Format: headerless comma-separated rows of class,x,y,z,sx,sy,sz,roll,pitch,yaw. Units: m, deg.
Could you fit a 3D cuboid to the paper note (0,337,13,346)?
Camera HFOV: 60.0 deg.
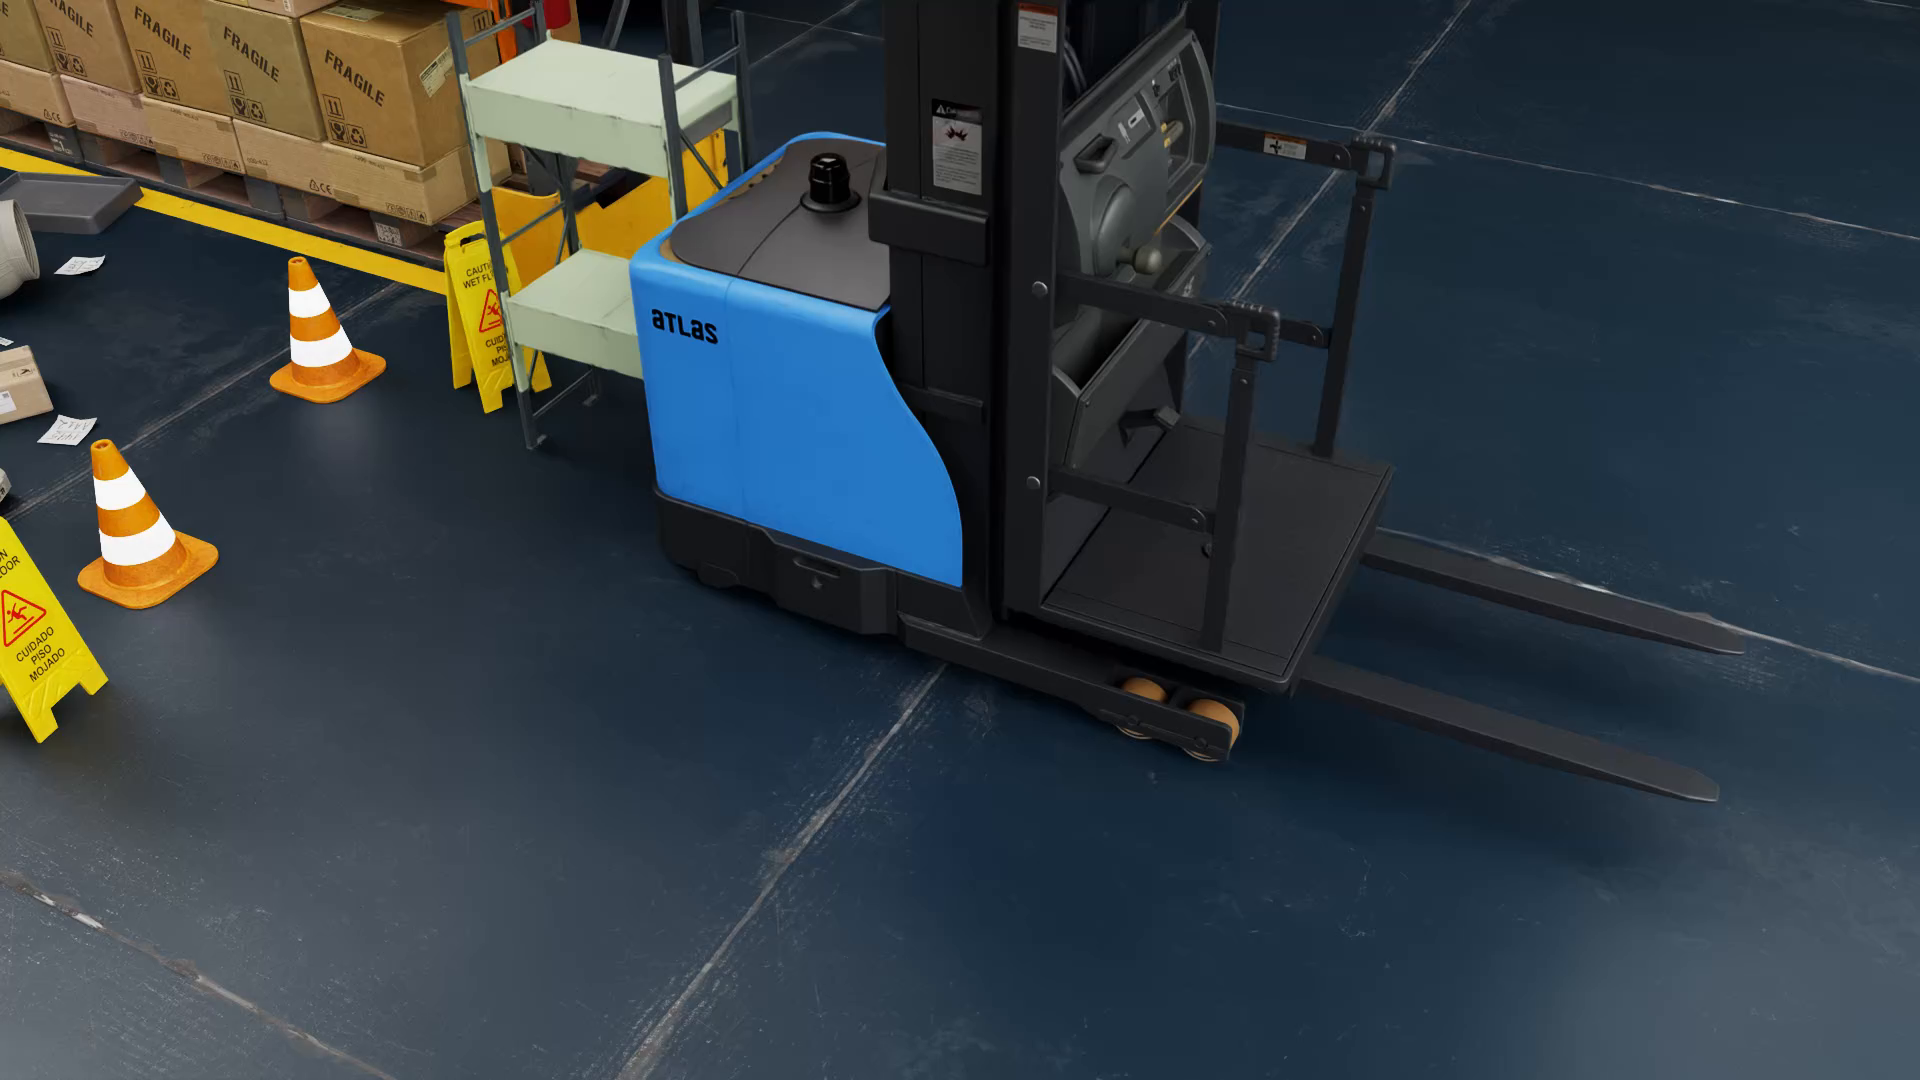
paper note,-3.600,-0.749,6.229,0.123,0.001,0.032,17,41,21

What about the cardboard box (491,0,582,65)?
cardboard box,-1.928,-2.119,6.868,0.500,0.500,0.500,16,40,20

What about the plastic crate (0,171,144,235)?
plastic crate,-3.853,-1.442,7.083,0.583,0.080,0.402,4,37,6

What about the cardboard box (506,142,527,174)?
cardboard box,-1.907,-1.814,7.086,0.500,0.250,0.500,17,40,21

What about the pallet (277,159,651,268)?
pallet,-2.091,-1.525,7.084,1.213,0.211,1.003,17,41,21

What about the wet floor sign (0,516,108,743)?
wet floor sign,-2.568,0.199,4.454,0.232,0.644,0.267,11,38,14

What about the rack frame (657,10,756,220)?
rack frame,-0.719,-0.813,5.081,0.023,1.500,0.400,17,40,21

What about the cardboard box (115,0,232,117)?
cardboard box,-3.059,-2.110,6.856,0.500,0.500,0.500,16,40,20

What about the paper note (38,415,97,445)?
paper note,-3.073,-0.381,5.727,0.142,0.019,0.148,4,37,6

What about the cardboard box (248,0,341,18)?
cardboard box,-2.506,-2.147,6.368,0.250,0.149,0.380,19,41,23

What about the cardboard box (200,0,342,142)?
cardboard box,-2.614,-1.966,6.666,0.500,0.500,0.500,19,41,23

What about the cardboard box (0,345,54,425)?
cardboard box,-3.410,-0.514,5.804,0.380,0.149,0.250,-21,42,-25

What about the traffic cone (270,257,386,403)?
traffic cone,-2.293,-0.786,5.903,0.334,0.463,0.336,17,41,21

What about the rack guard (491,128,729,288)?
rack guard,-1.385,-1.395,6.674,0.348,0.500,1.175,17,41,21

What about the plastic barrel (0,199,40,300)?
plastic barrel,-3.848,-1.105,6.355,0.512,0.421,0.421,-14,39,-18

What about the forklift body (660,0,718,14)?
forklift body,-1.561,-4.245,9.064,1.214,2.155,2.313,17,41,21

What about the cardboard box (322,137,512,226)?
cardboard box,-2.181,-1.529,6.710,0.500,0.250,0.500,17,40,21

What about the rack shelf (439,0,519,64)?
rack shelf,-3.094,-2.639,6.841,4.000,0.370,1.077,17,41,21

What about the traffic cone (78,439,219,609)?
traffic cone,-2.502,-0.096,4.993,0.334,0.463,0.336,17,41,21

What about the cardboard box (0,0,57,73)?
cardboard box,-3.989,-2.401,7.239,0.500,0.500,0.500,19,41,23

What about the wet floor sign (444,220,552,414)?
wet floor sign,-1.641,-0.804,5.776,0.267,0.644,0.232,-29,46,-33

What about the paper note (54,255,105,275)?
paper note,-3.536,-1.109,6.686,0.148,0.019,0.142,4,37,6

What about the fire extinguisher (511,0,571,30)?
fire extinguisher,-1.428,-2.059,5.546,0.183,0.674,0.296,17,41,21

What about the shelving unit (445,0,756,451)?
shelving unit,-1.047,-0.912,5.211,0.755,1.500,0.431,17,40,21

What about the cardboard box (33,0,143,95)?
cardboard box,-3.530,-2.256,7.047,0.500,0.500,0.500,20,41,24

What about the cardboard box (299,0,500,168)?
cardboard box,-2.149,-1.823,6.477,0.500,0.500,0.500,18,41,22

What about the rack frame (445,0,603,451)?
rack frame,-1.374,-1.011,5.341,0.023,1.500,0.400,17,40,21

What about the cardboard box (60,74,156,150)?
cardboard box,-3.519,-1.956,7.273,0.500,0.250,0.500,17,40,21

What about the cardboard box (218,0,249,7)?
cardboard box,-2.728,-2.219,6.462,0.250,0.149,0.380,18,41,22

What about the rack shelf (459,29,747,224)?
rack shelf,-1.047,-1.223,4.975,0.720,0.370,0.431,17,40,21

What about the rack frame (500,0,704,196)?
rack frame,-1.318,-2.369,5.891,0.127,3.000,1.000,17,41,21

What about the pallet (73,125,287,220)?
pallet,-3.170,-1.865,7.532,1.213,0.211,1.003,17,41,21

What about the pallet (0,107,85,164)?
pallet,-4.257,-2.203,7.978,1.213,0.211,1.003,17,41,21

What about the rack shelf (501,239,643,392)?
rack shelf,-1.047,-0.652,5.408,0.720,0.370,0.431,17,40,21

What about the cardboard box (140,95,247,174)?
cardboard box,-3.083,-1.813,7.084,0.500,0.250,0.500,16,40,20

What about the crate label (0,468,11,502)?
crate label,-3.228,-0.151,5.336,0.298,0.136,0.250,-2,37,-2

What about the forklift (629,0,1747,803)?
forklift,0.634,-0.942,4.067,3.031,2.935,1.130,17,40,21

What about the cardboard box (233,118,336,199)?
cardboard box,-2.616,-1.670,6.896,0.500,0.250,0.500,18,41,22

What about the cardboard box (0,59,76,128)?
cardboard box,-3.991,-2.102,7.466,0.500,0.250,0.500,20,41,24
